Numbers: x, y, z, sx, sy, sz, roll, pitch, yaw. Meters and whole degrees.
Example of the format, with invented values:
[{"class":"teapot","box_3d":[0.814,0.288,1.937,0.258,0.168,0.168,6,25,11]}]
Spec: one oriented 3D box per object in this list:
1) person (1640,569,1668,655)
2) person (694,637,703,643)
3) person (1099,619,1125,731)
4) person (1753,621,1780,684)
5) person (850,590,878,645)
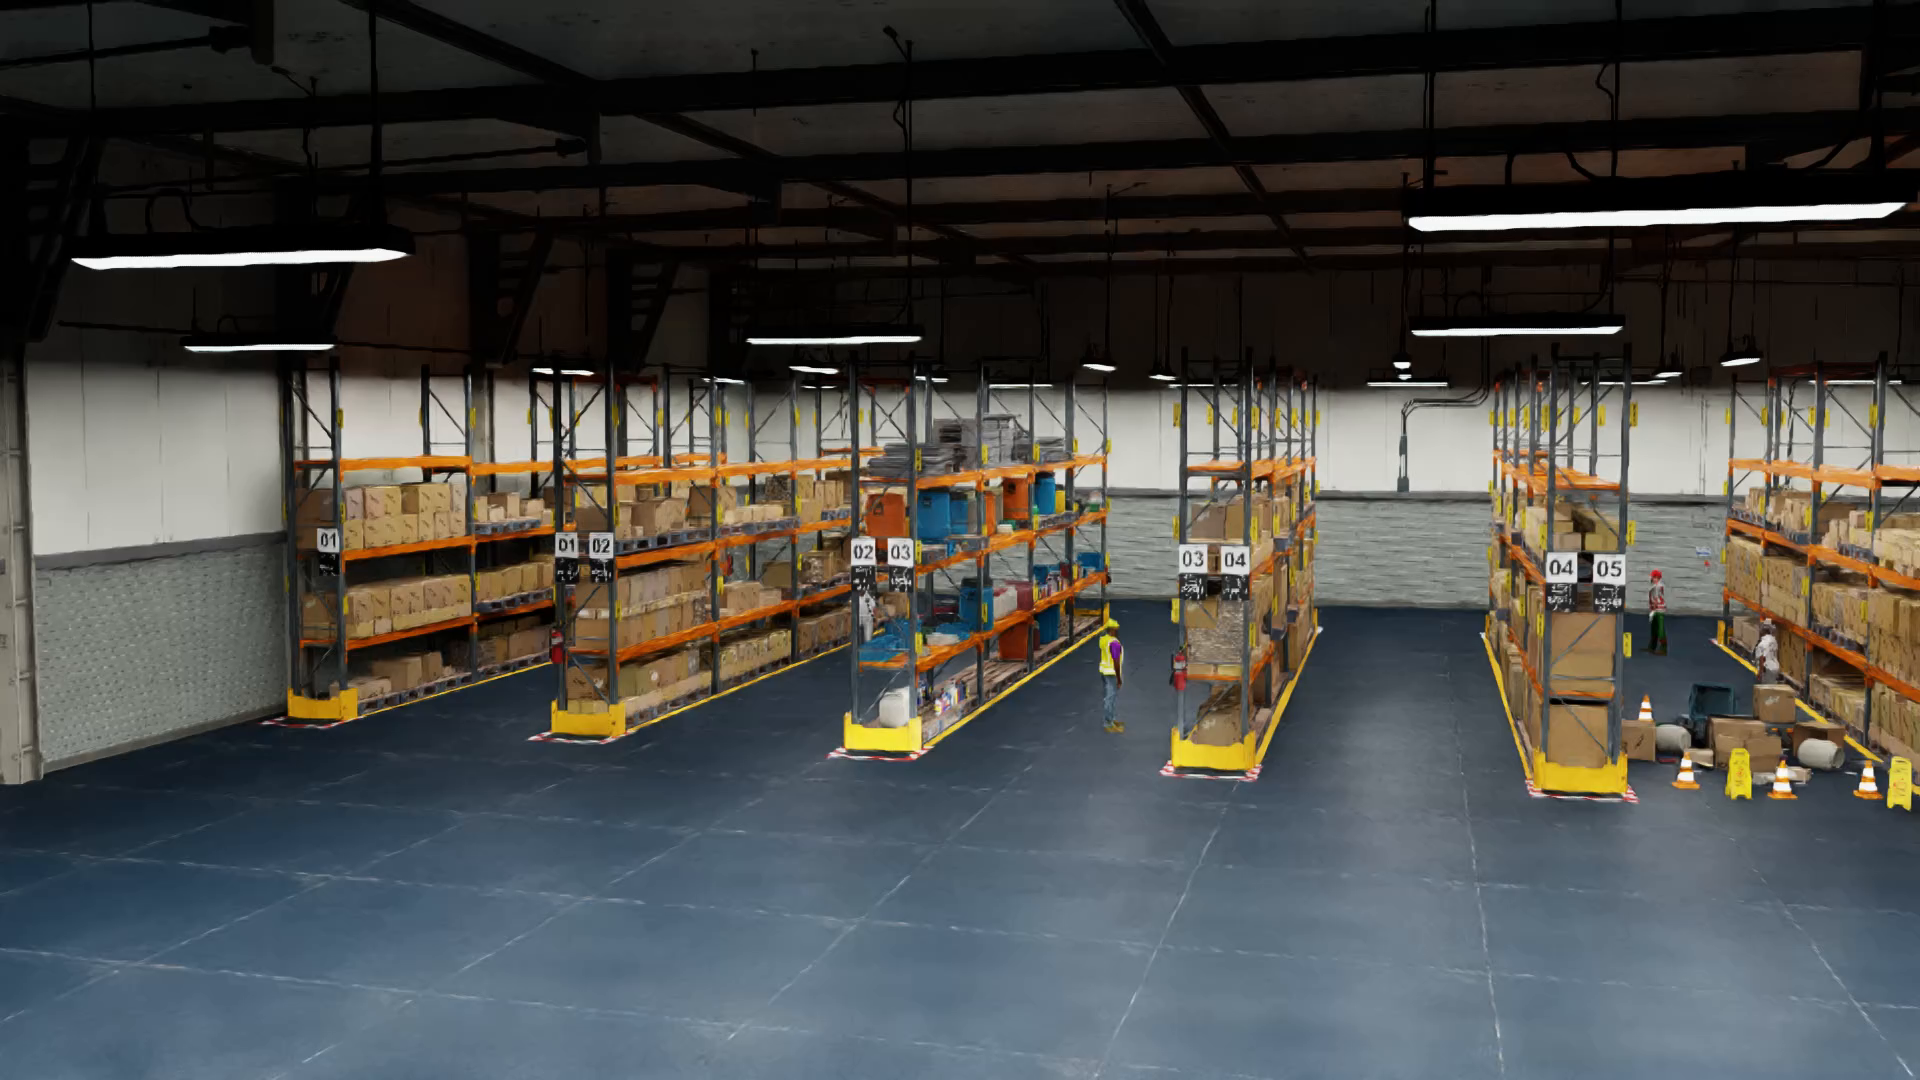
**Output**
[{"class":"person","box_3d":[14.724,1.509,35.243,0.572,1.783,0.679,2,5,27]},{"class":"person","box_3d":[-5.435,1.718,34.169,0.418,1.512,1.034,1,4,18]},{"class":"person","box_3d":[2.470,2.145,26.660,0.446,1.771,0.632,-1,4,-16]},{"class":"person","box_3d":[13.183,2.160,27.228,0.543,1.663,0.574,4,5,40]},{"class":"person","box_3d":[-1.992,1.651,33.950,0.545,1.668,1.116,1,4,13]}]
